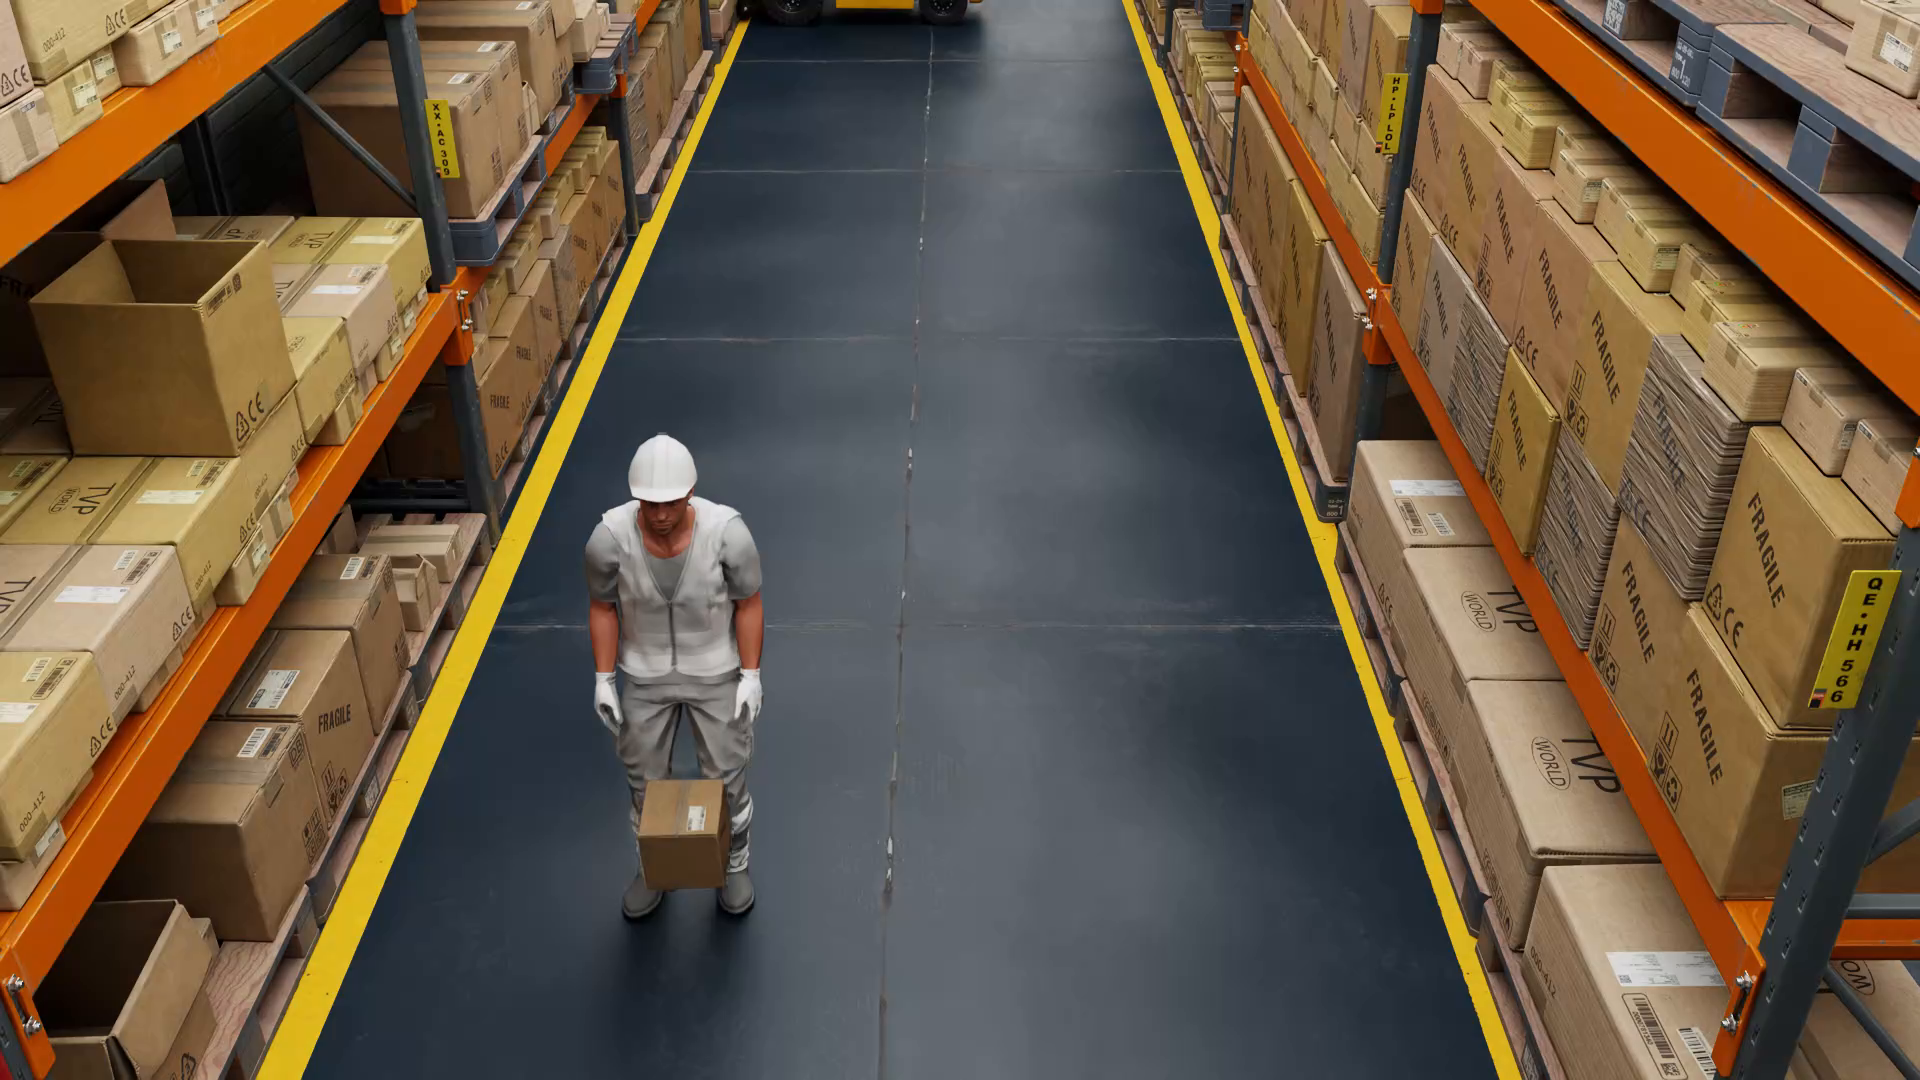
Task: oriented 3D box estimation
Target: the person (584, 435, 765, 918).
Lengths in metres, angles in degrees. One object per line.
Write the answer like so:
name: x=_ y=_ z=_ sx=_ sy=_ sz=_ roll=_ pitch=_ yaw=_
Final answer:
person: x=-0.900 y=0.447 z=5.380 sx=0.555 sy=1.782 sz=0.422 roll=-1 pitch=31 yaw=-2
